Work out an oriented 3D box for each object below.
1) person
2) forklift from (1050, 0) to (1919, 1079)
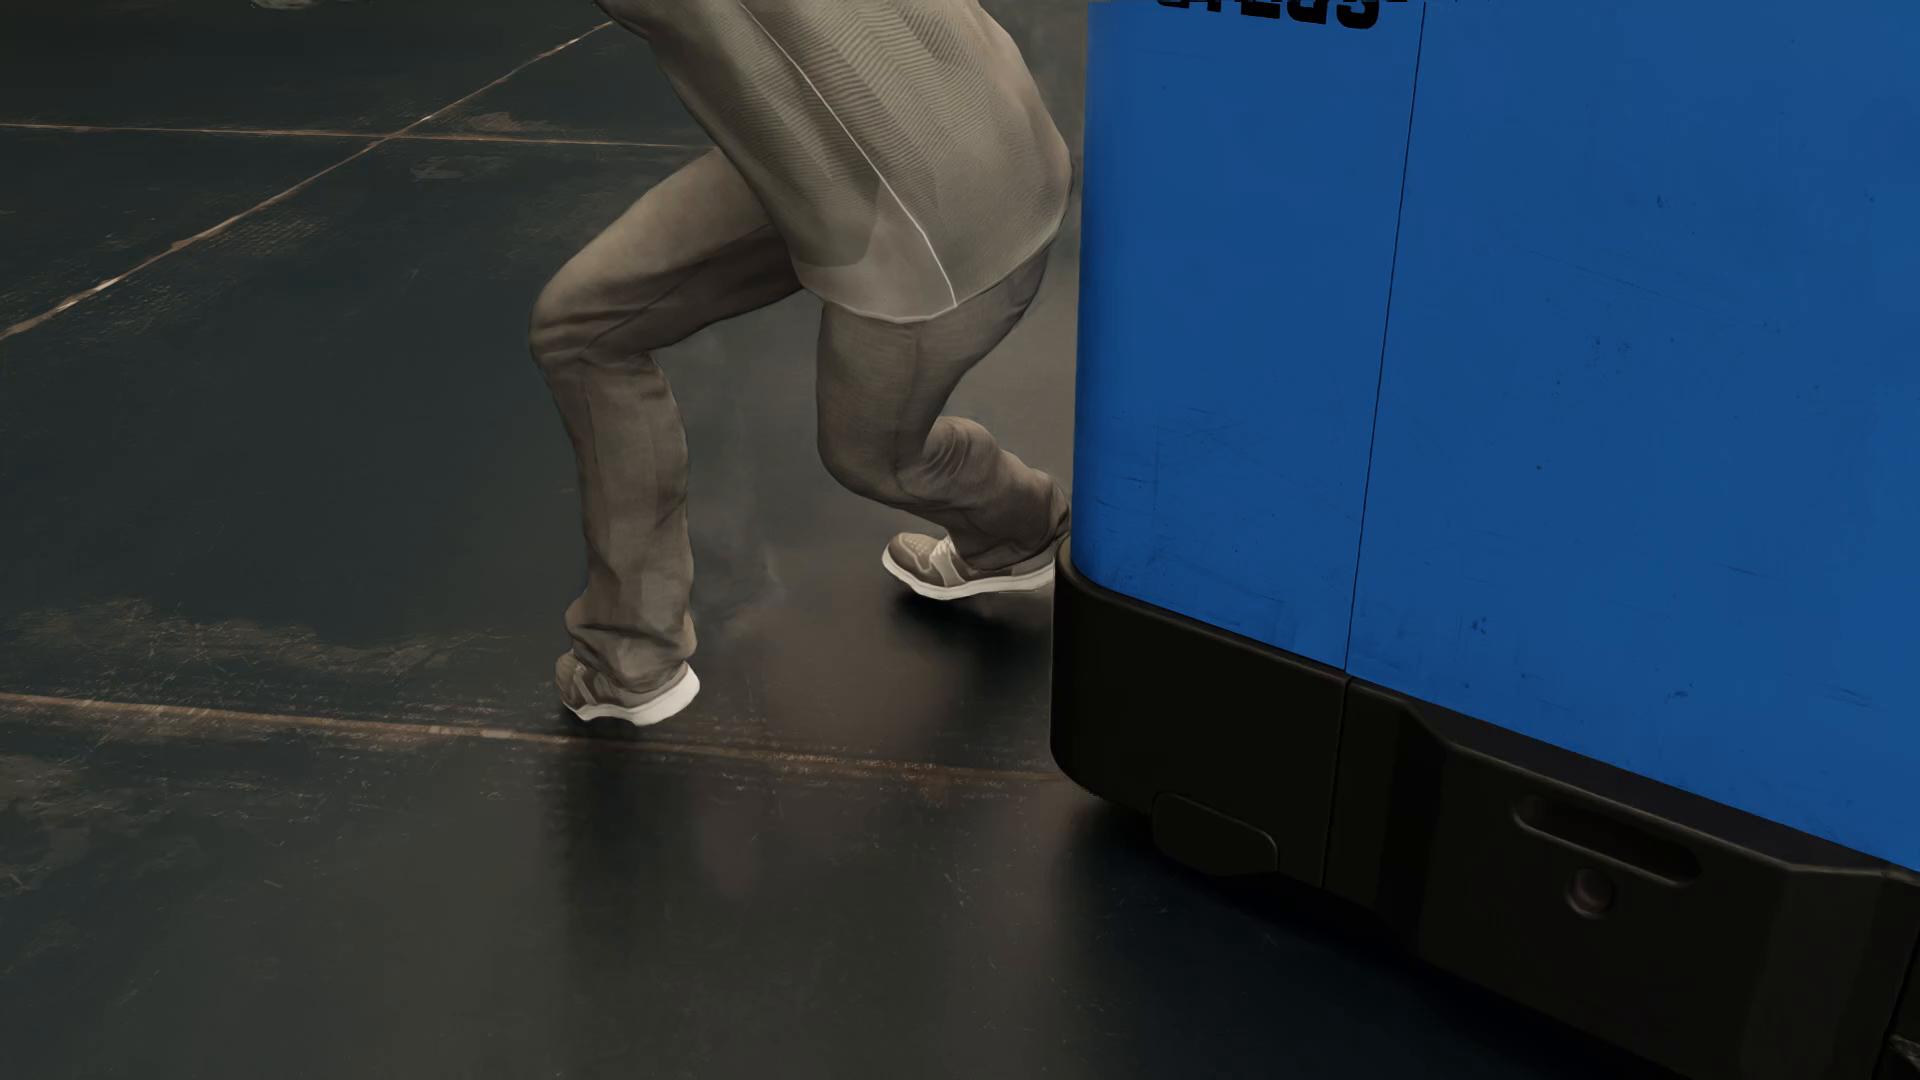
[{"bbox_3d":[-0.299,-0.402,1.760,0.868,1.352,0.846,2,27,4],"label":"person"},{"bbox_3d":[1.576,-0.774,0.769,3.031,2.935,1.130,19,32,33],"label":"forklift"}]
